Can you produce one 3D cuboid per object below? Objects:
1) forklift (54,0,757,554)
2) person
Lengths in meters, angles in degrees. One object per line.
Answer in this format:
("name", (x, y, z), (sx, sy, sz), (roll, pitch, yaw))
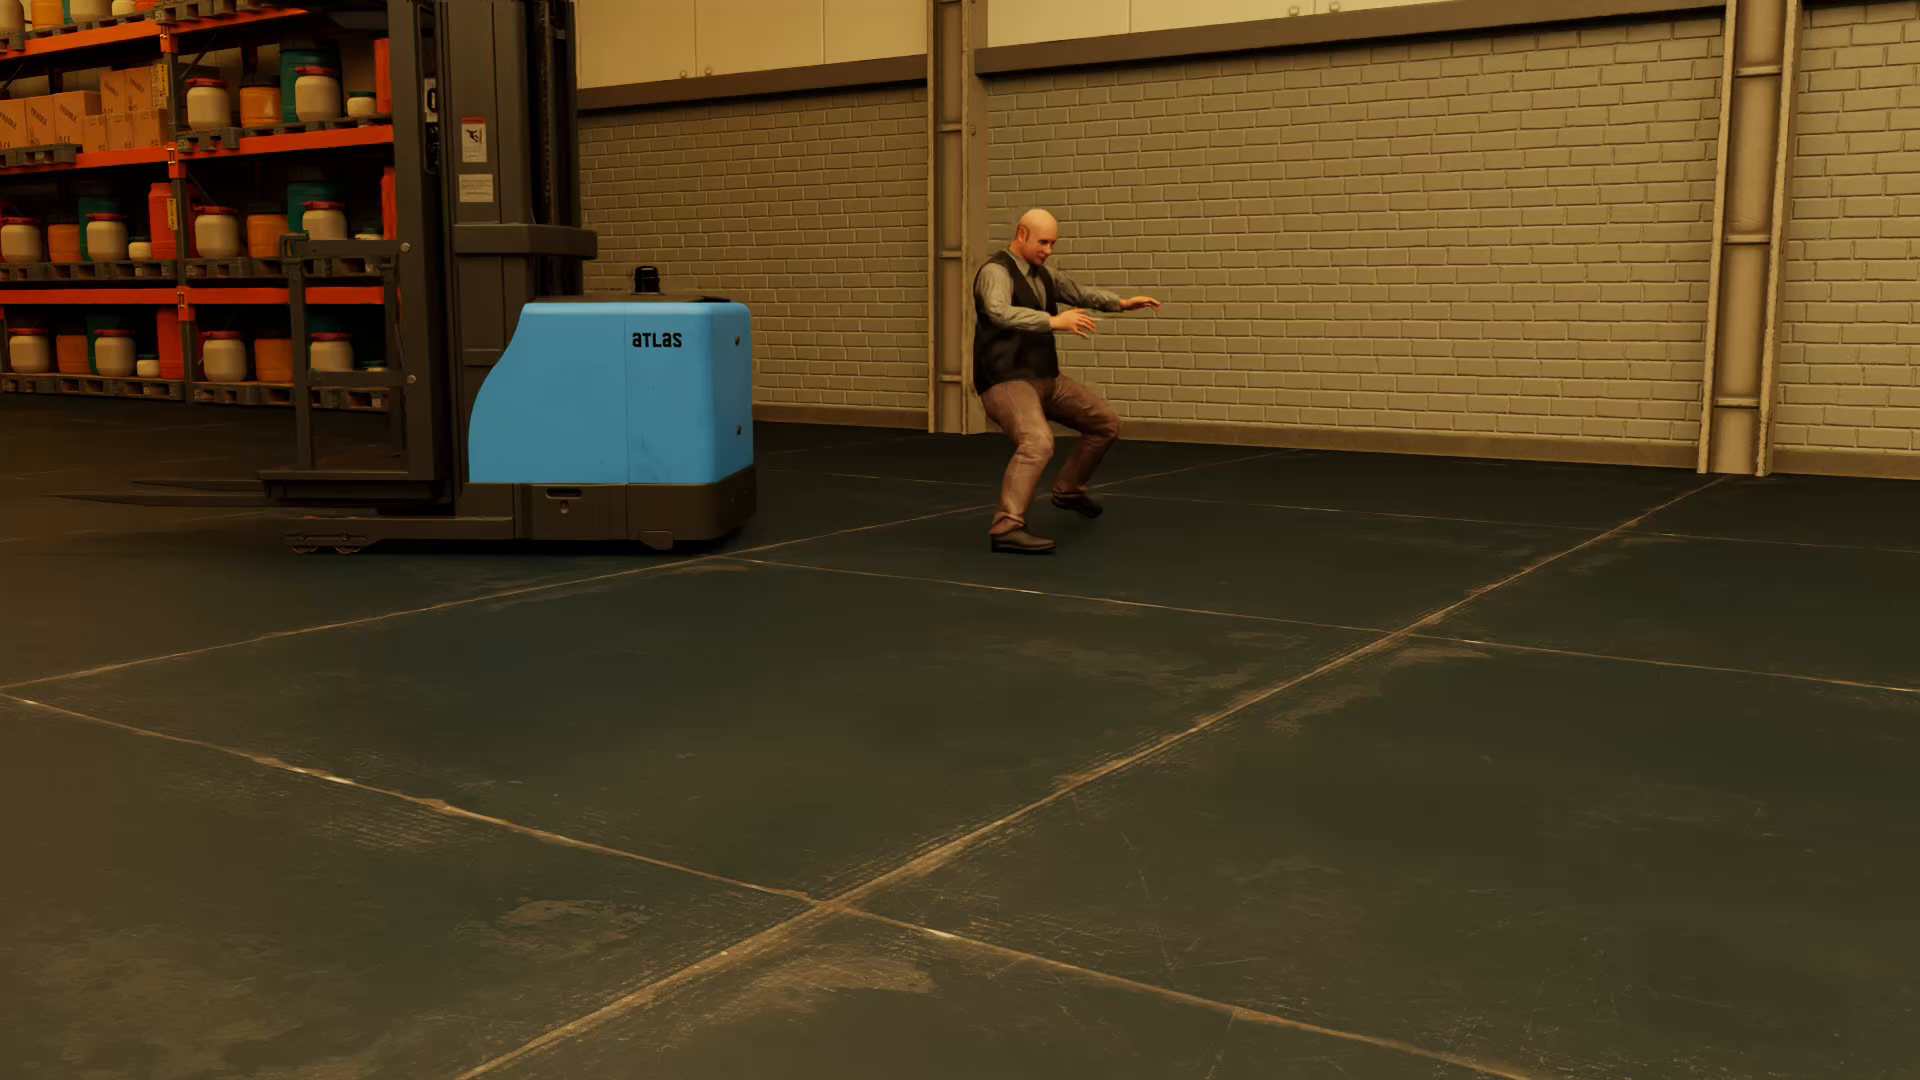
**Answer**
("forklift", (-2.516, -1.463, 7.481), (3.031, 2.935, 1.130), (1, 8, 4))
("person", (0.424, -0.766, 7.680), (0.701, 1.496, 1.213), (6, 10, 36))
